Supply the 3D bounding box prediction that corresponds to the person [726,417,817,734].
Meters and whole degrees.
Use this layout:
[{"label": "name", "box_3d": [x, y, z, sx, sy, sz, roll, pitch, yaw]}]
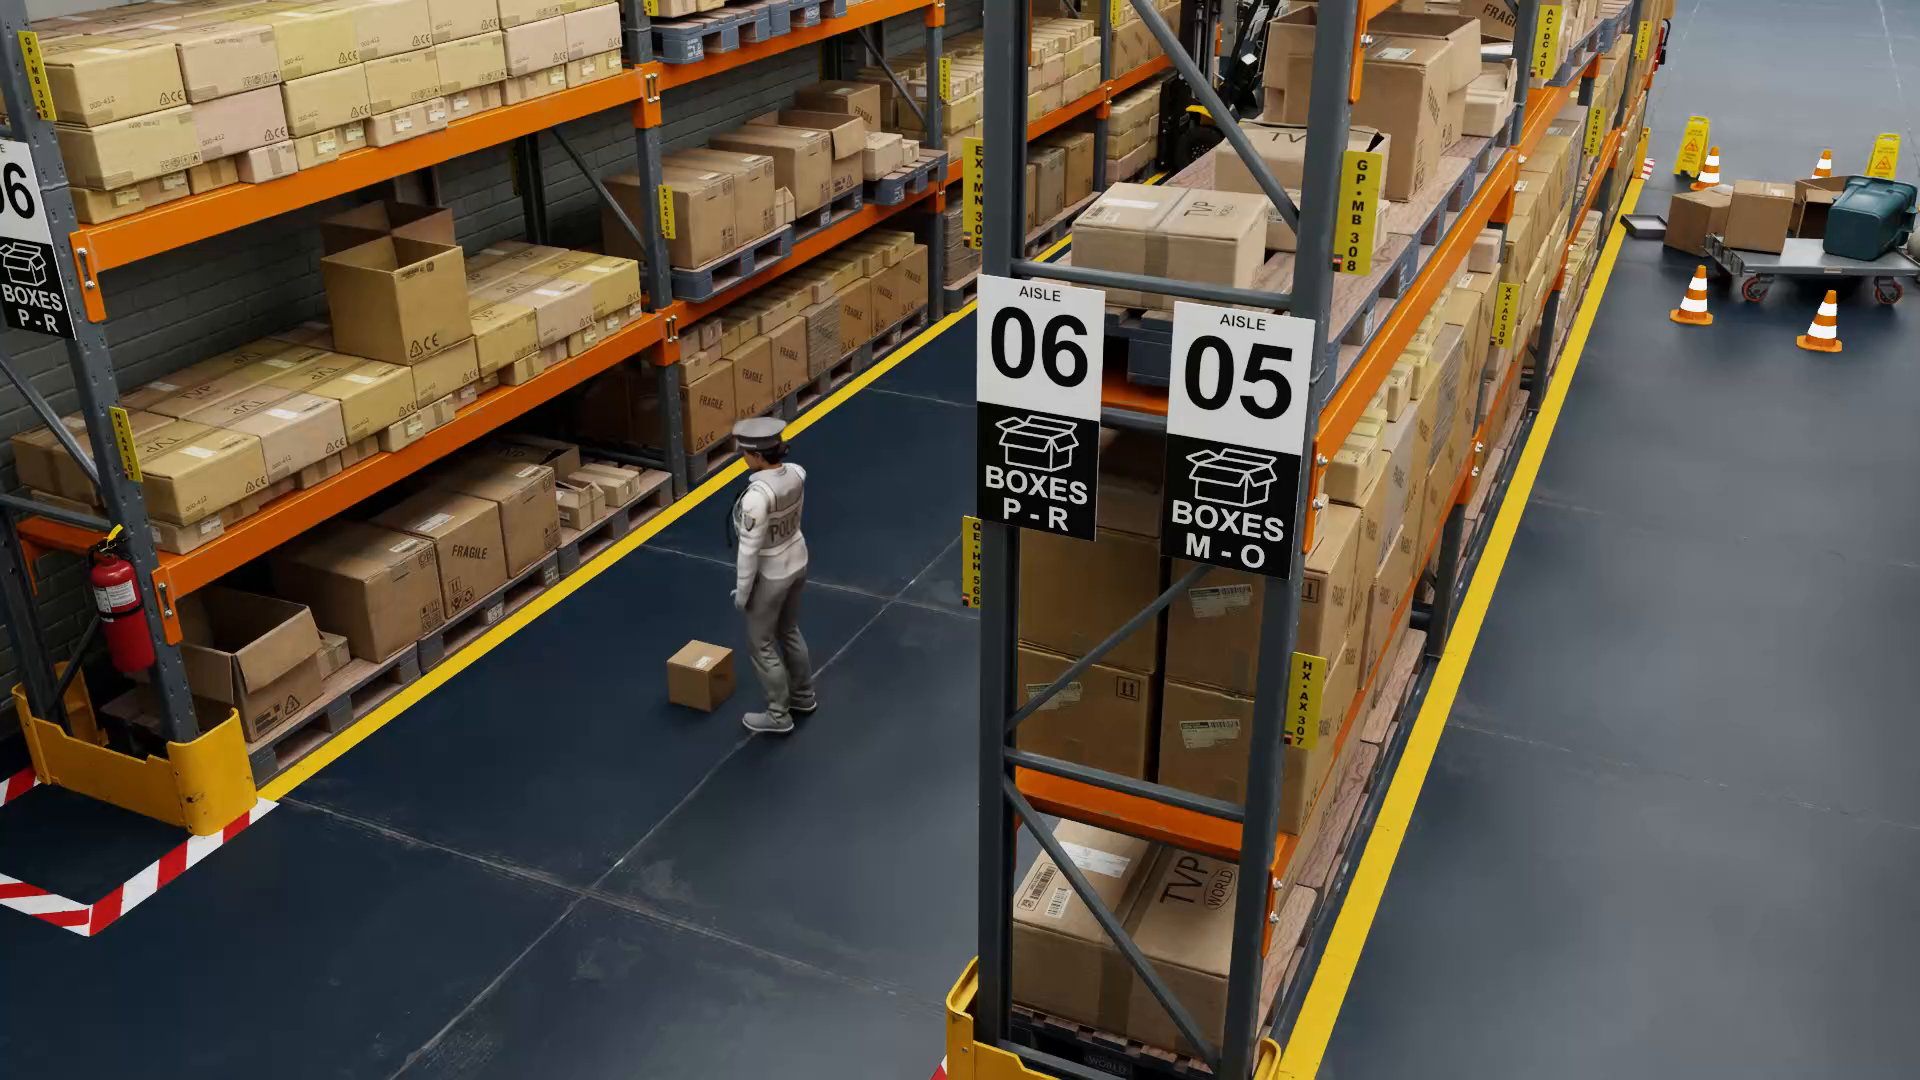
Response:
[{"label": "person", "box_3d": [-0.942, 0.185, 8.249, 0.327, 1.662, 0.472, 12, 29, 23]}]
